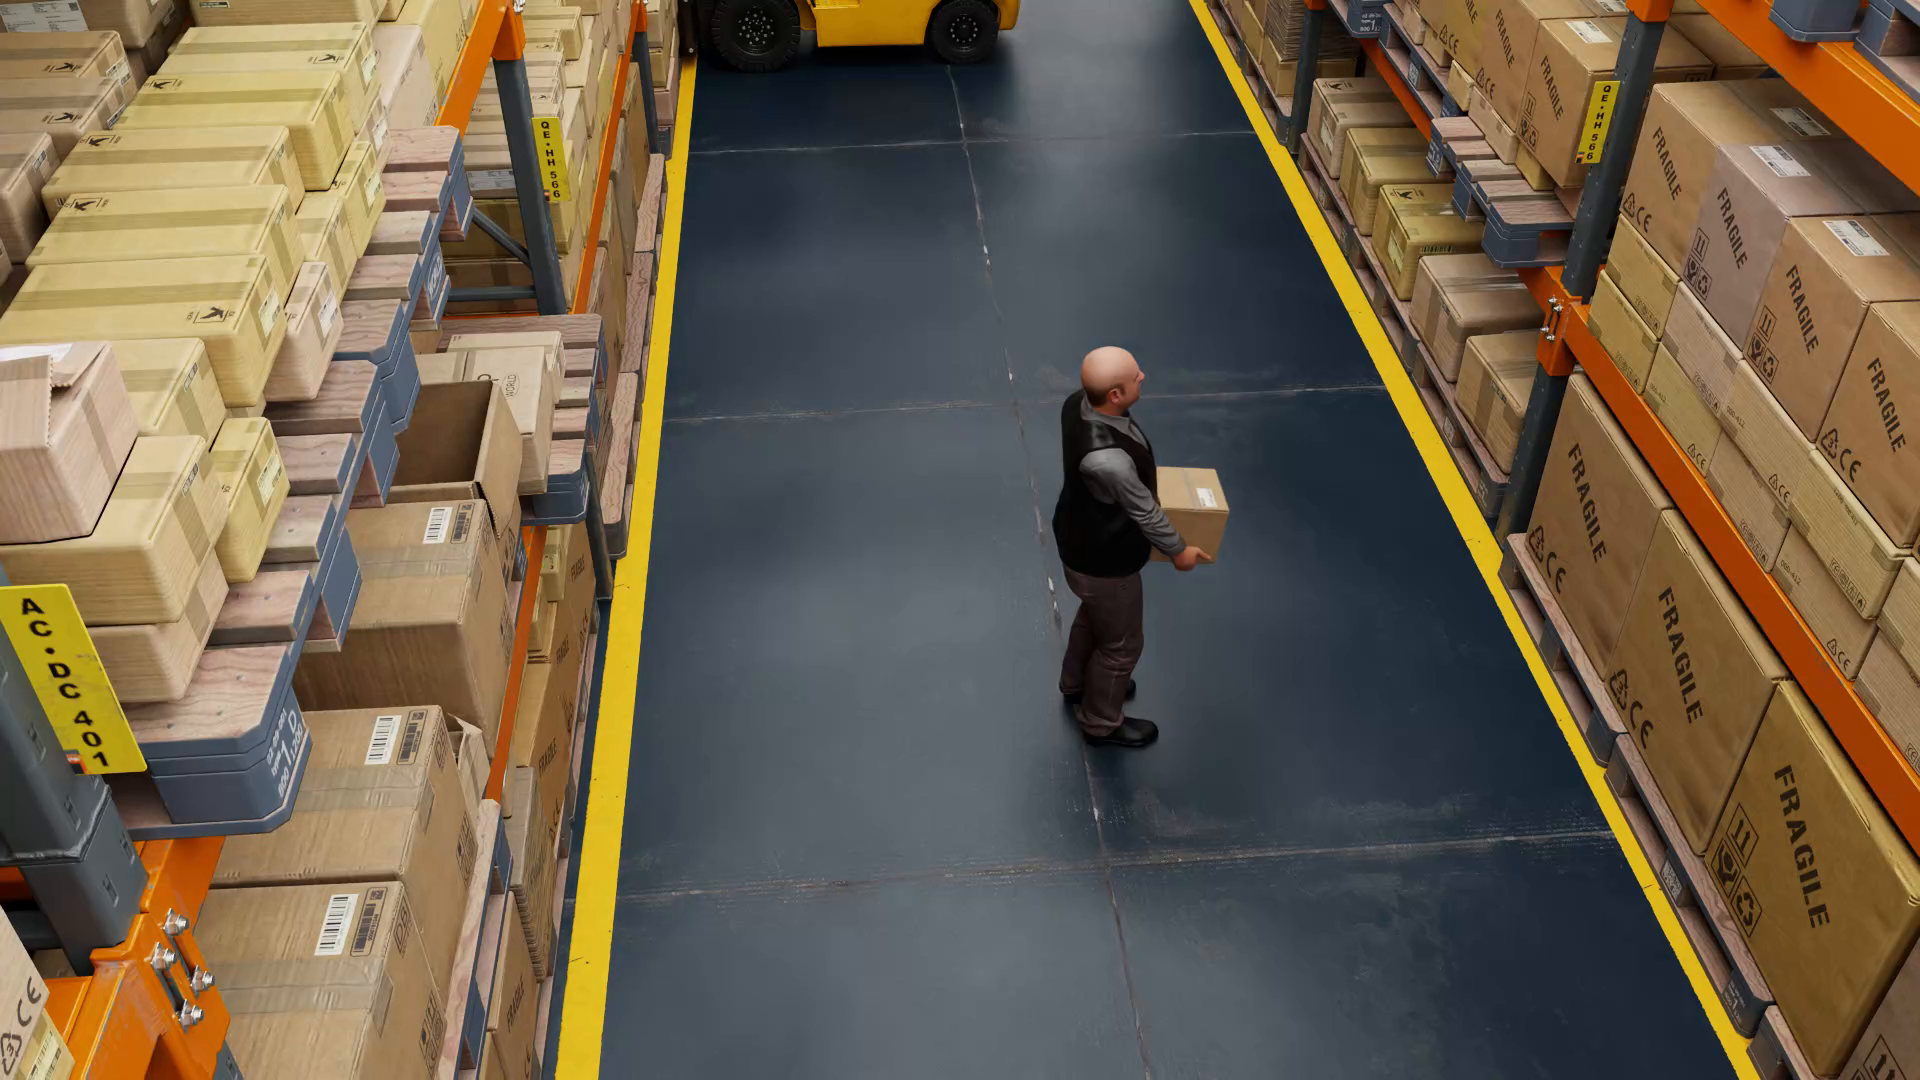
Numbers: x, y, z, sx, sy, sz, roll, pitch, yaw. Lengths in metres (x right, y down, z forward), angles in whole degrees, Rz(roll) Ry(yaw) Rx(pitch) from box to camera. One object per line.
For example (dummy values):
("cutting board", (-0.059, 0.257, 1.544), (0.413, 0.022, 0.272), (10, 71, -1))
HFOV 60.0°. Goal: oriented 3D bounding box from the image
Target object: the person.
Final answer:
("person", (0.631, 0.033, 6.137), (0.527, 1.719, 0.470), (-3, 39, -4))
